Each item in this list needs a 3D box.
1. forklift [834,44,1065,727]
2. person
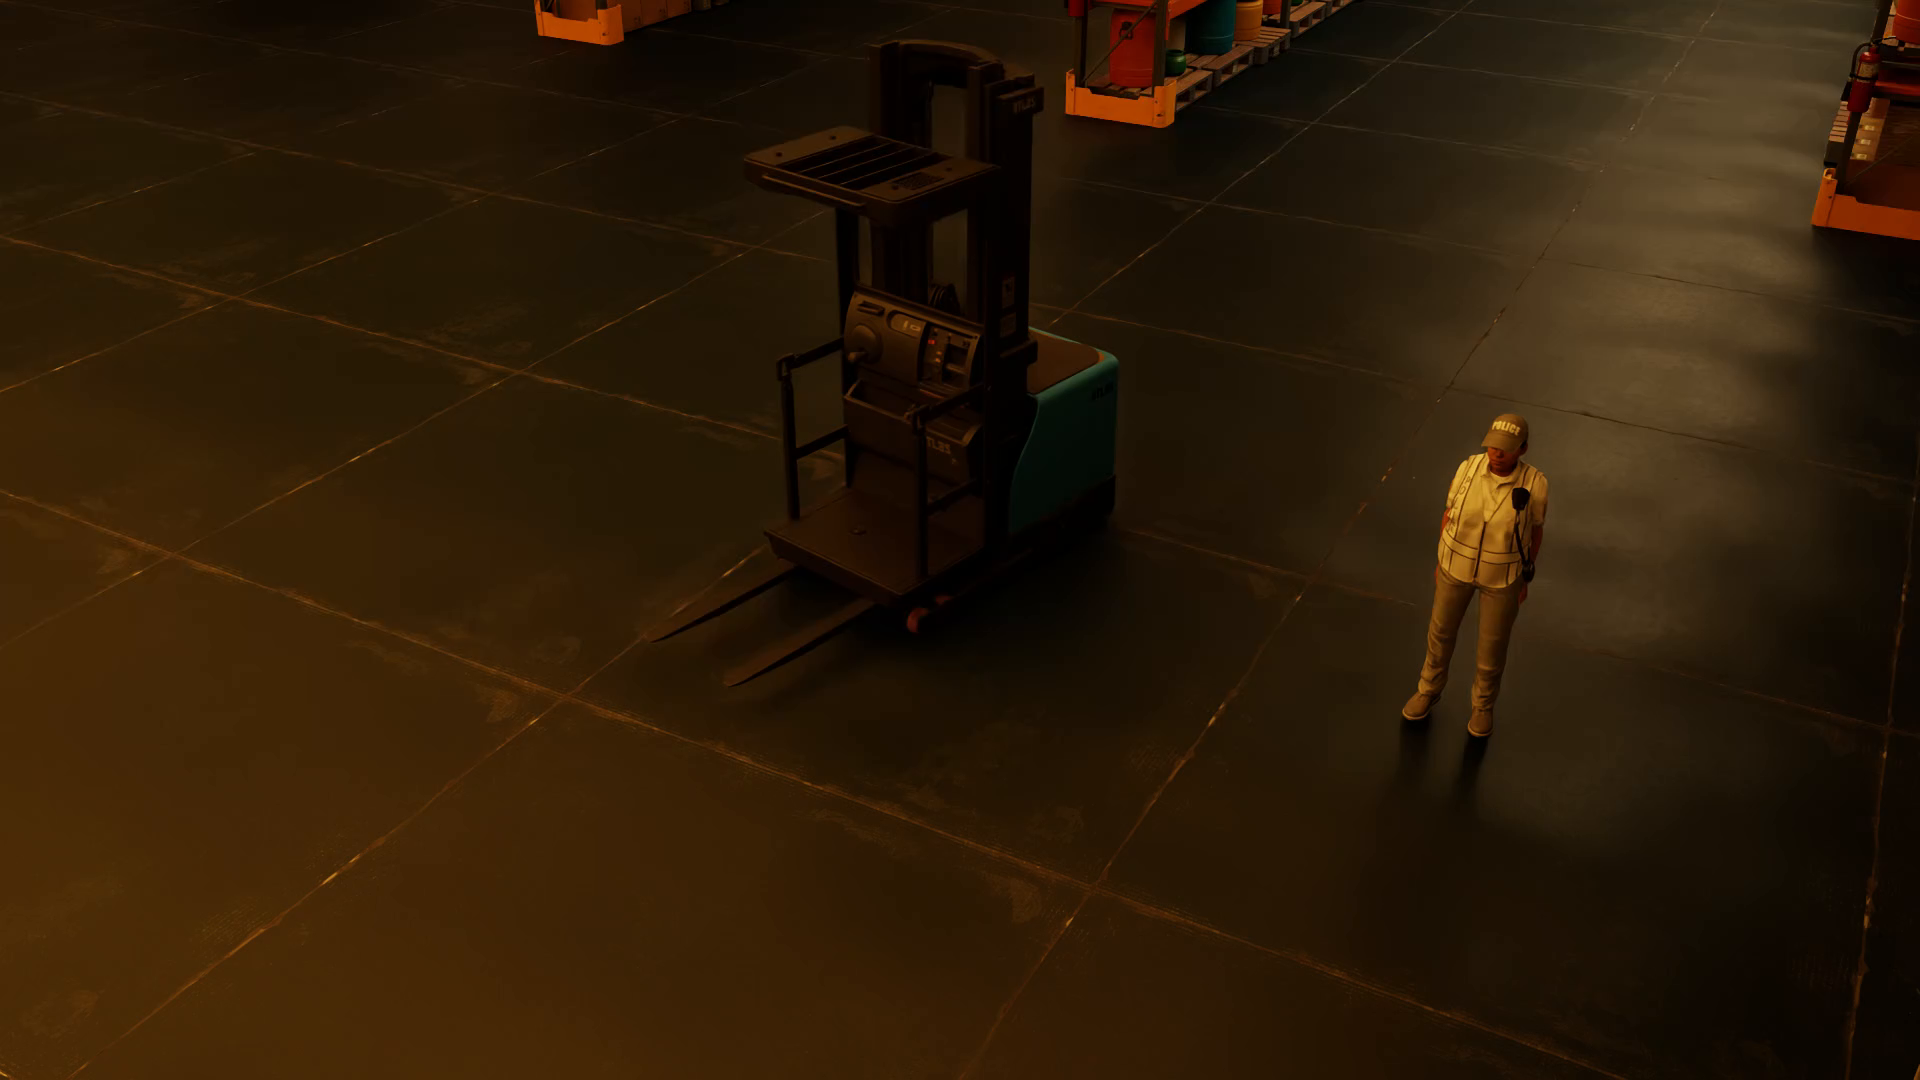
[{"bbox_3d":[-0.028,-0.947,8.712,1.130,2.935,3.031,2,30,3],"label":"forklift"},{"bbox_3d":[2.505,0.155,7.996,0.486,1.668,0.395,14,33,23],"label":"person"}]
